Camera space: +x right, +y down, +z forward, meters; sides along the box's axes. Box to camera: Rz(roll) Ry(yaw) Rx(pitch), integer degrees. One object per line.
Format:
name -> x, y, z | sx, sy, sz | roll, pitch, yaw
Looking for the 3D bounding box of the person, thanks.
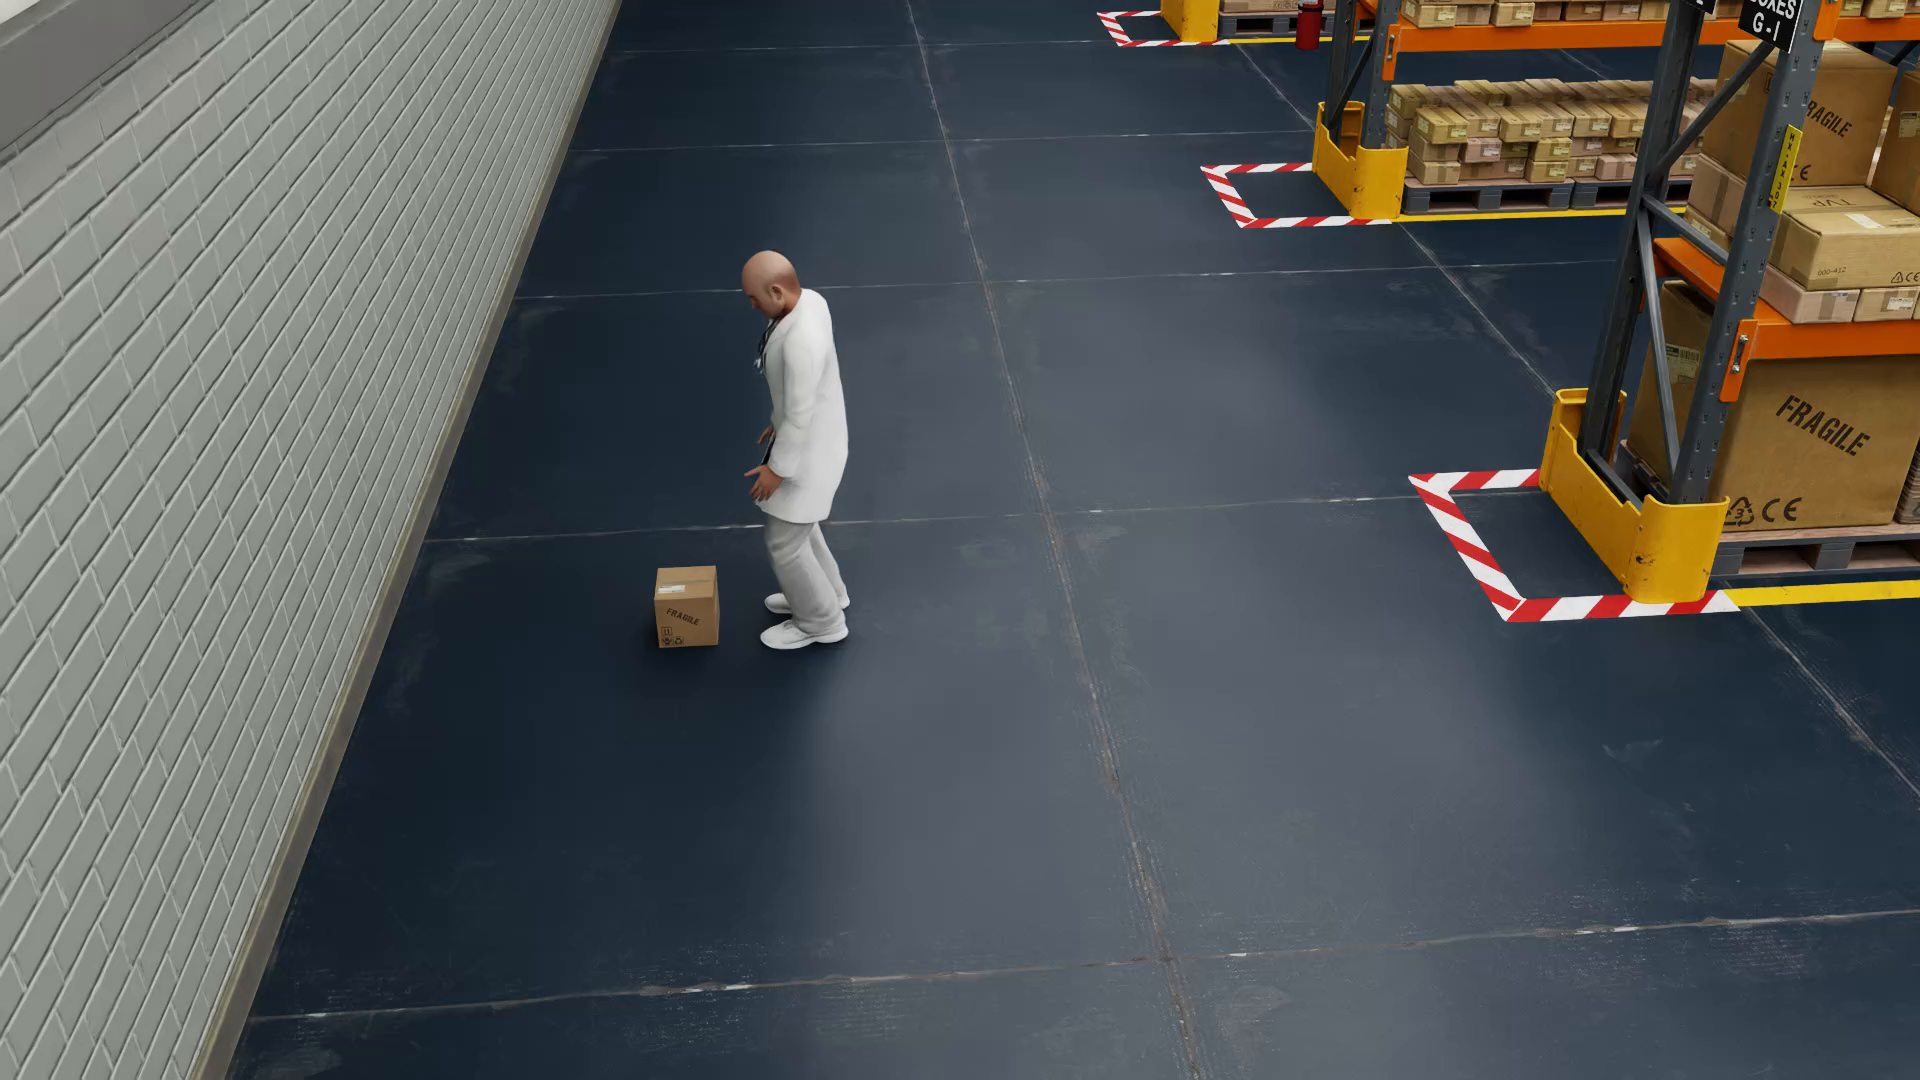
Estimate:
person -> -0.665, -0.358, 6.807 | 0.416, 1.731, 0.587 | -2, 31, -3
